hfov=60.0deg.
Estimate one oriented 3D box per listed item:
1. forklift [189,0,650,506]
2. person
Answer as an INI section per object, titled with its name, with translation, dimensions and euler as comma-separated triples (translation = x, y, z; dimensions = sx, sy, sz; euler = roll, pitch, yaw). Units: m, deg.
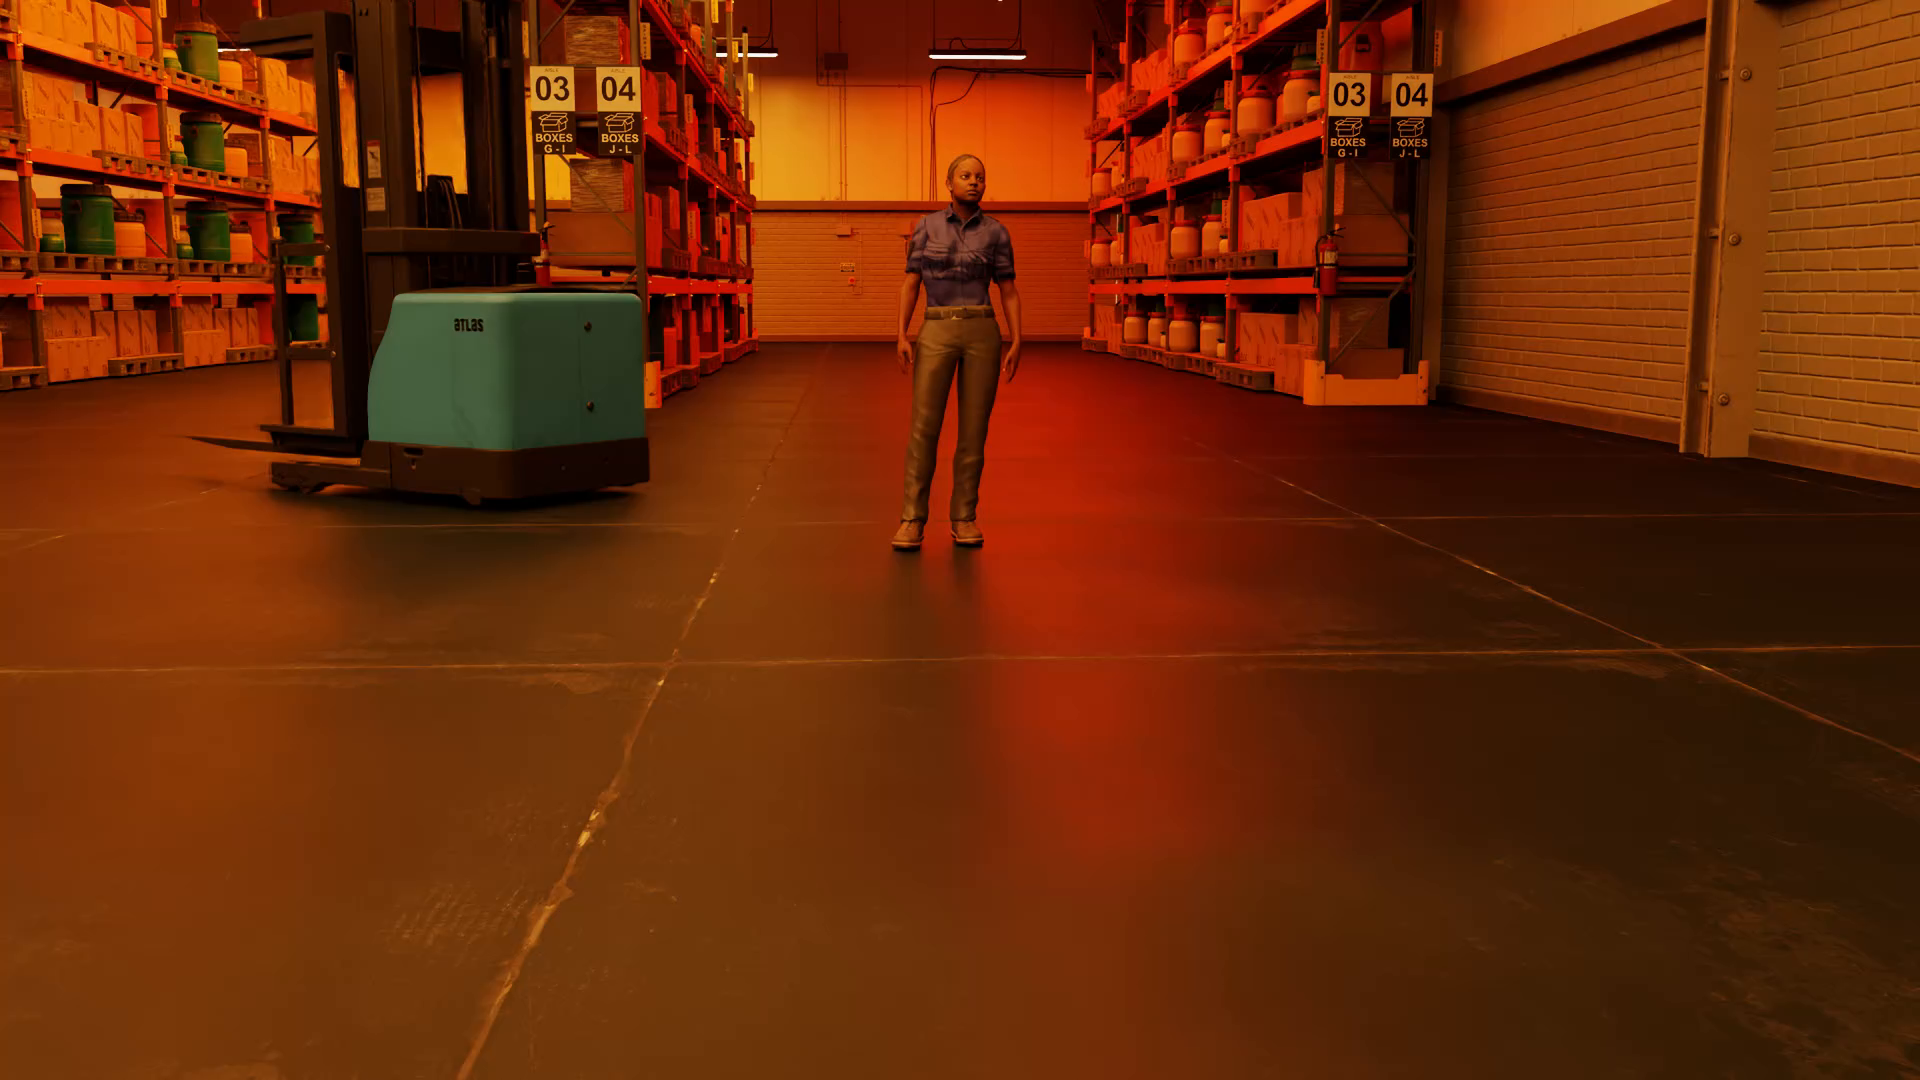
[forklift]
translation = -3.177, -1.762, 9.195
dimensions = 3.031, 2.935, 1.130
euler = 6, 10, 34
[person]
translation = -0.014, -0.812, 7.099
dimensions = 0.570, 1.656, 0.503
euler = -1, 8, -4
